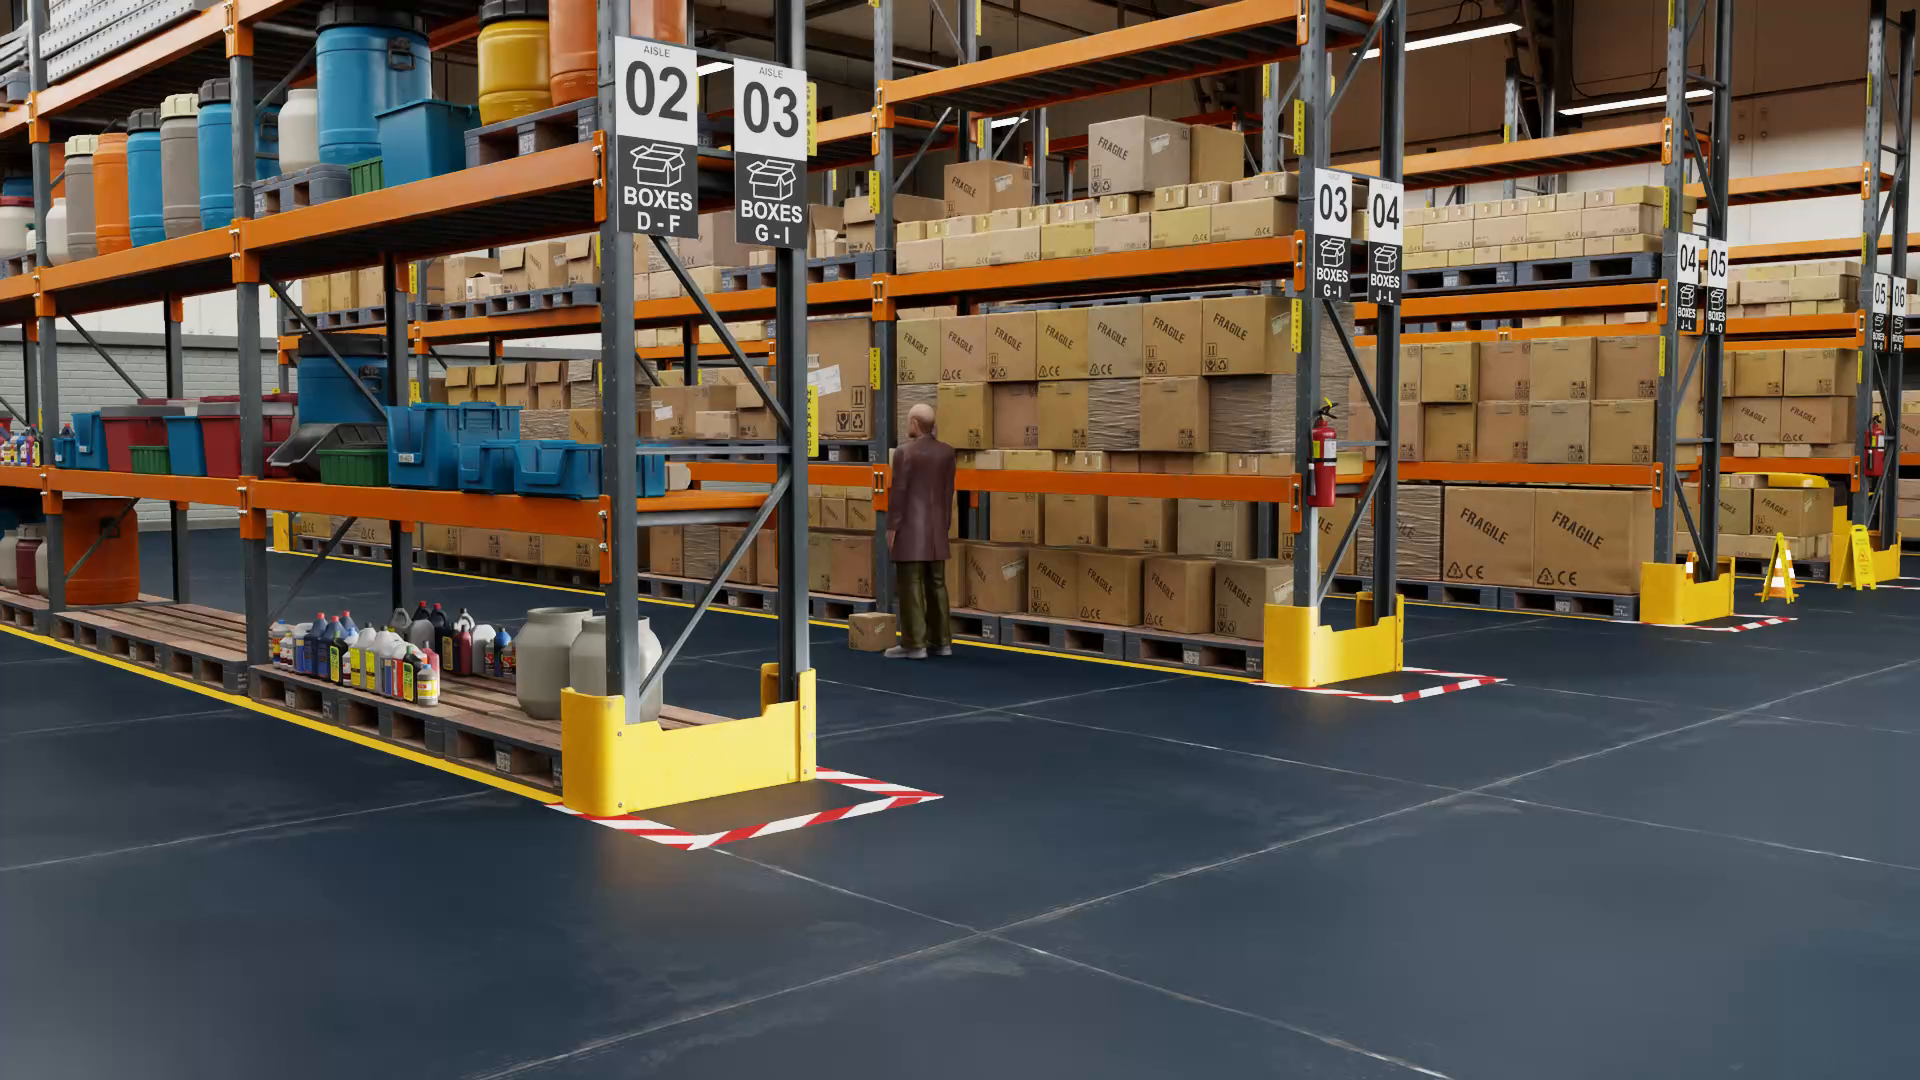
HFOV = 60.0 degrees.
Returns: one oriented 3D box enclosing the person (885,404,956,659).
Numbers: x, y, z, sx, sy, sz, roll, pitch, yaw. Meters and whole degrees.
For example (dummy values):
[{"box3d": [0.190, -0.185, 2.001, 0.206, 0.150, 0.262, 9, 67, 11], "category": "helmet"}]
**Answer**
[{"box3d": [-0.297, -0.062, 11.694, 0.562, 1.786, 0.388, -3, 5, -41], "category": "person"}]
